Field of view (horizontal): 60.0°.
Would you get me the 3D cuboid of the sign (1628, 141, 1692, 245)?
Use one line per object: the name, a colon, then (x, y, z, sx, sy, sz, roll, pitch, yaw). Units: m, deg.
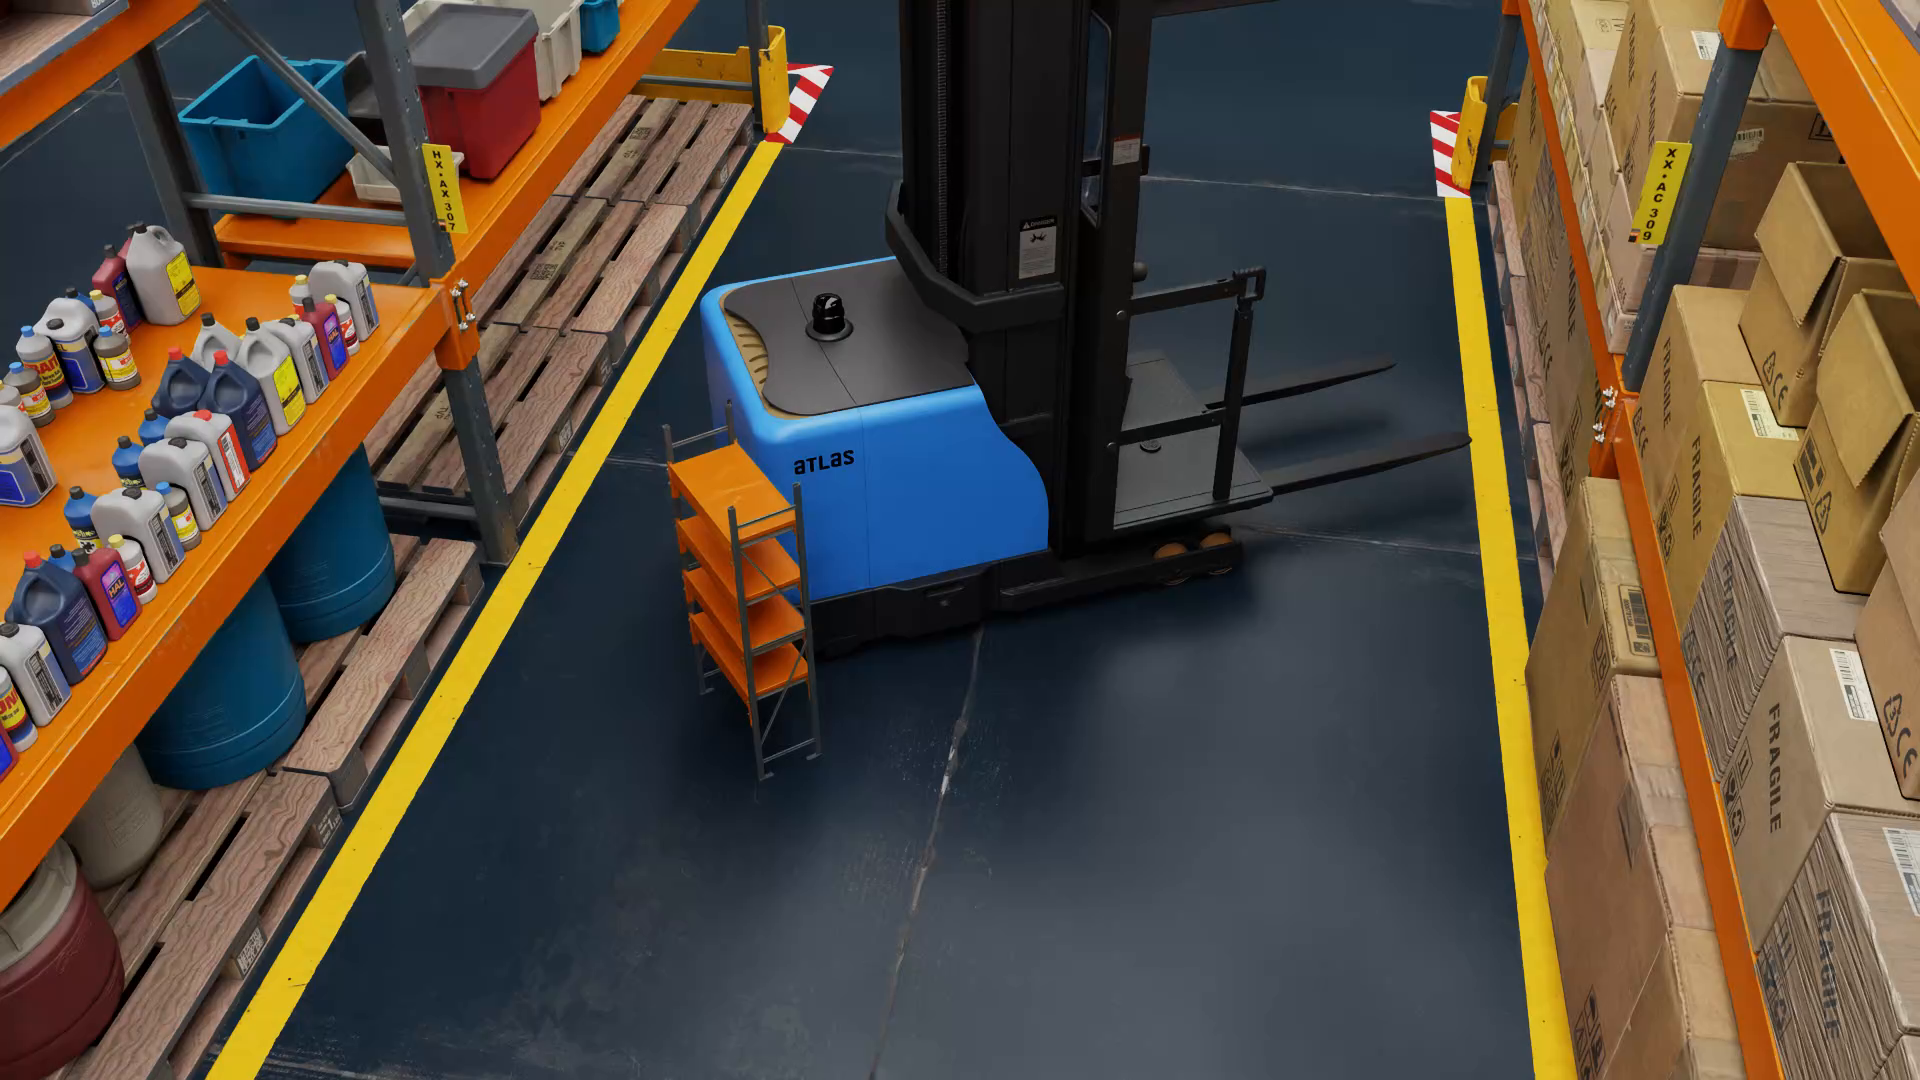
sign: (2.054, -1.016, 4.883, 0.100, 0.325, 0.005, 6, 40, 8)

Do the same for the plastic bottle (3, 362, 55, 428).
plastic bottle: (-2.860, -0.452, 5.099, 0.097, 0.201, 0.097, 0, 40, 0)

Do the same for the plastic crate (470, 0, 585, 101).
plastic crate: (-1.832, -2.053, 6.925, 0.437, 0.282, 0.530, 6, 40, 8)

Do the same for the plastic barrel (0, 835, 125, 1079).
plastic barrel: (-2.707, 1.123, 4.601, 0.600, 0.588, 0.708, 6, 40, 8)

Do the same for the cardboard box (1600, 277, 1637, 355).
cardboard box: (2.331, -0.722, 5.466, 0.380, 0.149, 0.250, 7, 40, 8)

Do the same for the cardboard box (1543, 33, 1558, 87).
cardboard box: (2.686, -2.011, 7.026, 0.380, 0.149, 0.250, 6, 40, 7)

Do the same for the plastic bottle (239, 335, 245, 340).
plastic bottle: (-2.217, -0.551, 5.218, 0.097, 0.201, 0.097, 0, 40, 0)

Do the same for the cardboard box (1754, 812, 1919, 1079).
cardboard box: (1.928, 0.905, 3.223, 0.500, 0.500, 0.500, 5, 40, 6)

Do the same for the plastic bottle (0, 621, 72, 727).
plastic bottle: (-2.337, 0.314, 4.113, 0.152, 0.276, 0.135, 6, 40, 8)

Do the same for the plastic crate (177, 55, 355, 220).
plastic crate: (-2.533, -1.485, 6.158, 0.392, 0.384, 0.575, 6, 40, 8)

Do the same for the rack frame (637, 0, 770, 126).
rack frame: (-1.585, -3.648, 8.808, 1.000, 3.000, 0.127, 6, 40, 8)

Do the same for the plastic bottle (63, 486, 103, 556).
plastic bottle: (-2.367, -0.031, 4.535, 0.097, 0.271, 0.097, 0, 40, 0)

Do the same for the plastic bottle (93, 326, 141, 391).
plastic bottle: (-2.670, -0.581, 5.254, 0.097, 0.201, 0.097, 0, 40, 0)

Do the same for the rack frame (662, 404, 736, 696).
rack frame: (-0.845, 0.063, 5.733, 0.240, 1.200, 0.015, -21, 44, -24)

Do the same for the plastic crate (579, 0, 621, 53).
plastic crate: (-1.688, -2.289, 7.249, 0.416, 0.233, 0.300, 6, 40, 8)

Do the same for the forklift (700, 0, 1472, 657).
forklift: (0.590, -1.259, 5.972, 3.031, 2.935, 1.130, -12, 41, -15)

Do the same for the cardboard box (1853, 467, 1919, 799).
cardboard box: (2.276, 0.206, 3.281, 0.797, 0.503, 0.637, 8, 40, 9)

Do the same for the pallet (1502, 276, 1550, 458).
pallet: (3.018, -0.753, 7.495, 1.003, 0.211, 1.213, 6, 40, 8)

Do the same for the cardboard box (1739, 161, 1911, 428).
cardboard box: (2.498, -0.615, 4.274, 0.797, 0.503, 0.637, 5, 40, 7)

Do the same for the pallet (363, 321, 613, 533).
pallet: (-2.189, -0.529, 7.224, 1.003, 0.211, 1.213, 6, 40, 8)

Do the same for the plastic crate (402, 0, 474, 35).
plastic crate: (-2.272, -2.185, 7.199, 0.293, 0.136, 0.466, 6, 40, 8)

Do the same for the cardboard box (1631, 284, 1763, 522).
cardboard box: (2.275, -0.369, 4.764, 0.500, 0.500, 0.500, 7, 40, 8)

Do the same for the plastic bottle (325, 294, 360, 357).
plastic bottle: (-2.021, -0.702, 5.401, 0.097, 0.201, 0.097, 0, 40, 0)

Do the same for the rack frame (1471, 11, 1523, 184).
rack frame: (3.293, -3.102, 8.148, 1.000, 3.000, 0.127, 6, 40, 8)

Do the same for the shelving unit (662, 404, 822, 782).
shelving unit: (-0.719, 0.196, 5.572, 0.258, 1.200, 0.503, -21, 44, -24)

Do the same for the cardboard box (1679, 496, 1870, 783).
cardboard box: (2.102, 0.261, 4.002, 0.500, 0.500, 0.500, 6, 40, 7)

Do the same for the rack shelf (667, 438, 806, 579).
rack shelf: (-0.719, -0.107, 5.321, 0.258, 0.148, 0.480, -21, 44, -24)

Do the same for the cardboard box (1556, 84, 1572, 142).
cardboard box: (2.598, -1.688, 6.635, 0.380, 0.149, 0.250, 7, 40, 8)

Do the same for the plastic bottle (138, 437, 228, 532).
plastic bottle: (-2.201, -0.177, 4.707, 0.152, 0.276, 0.135, 6, 40, 8)

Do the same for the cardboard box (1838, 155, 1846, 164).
cardboard box: (2.935, -1.210, 5.155, 0.500, 0.500, 0.500, 6, 40, 8)

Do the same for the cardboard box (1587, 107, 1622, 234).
cardboard box: (2.506, -1.279, 5.828, 0.500, 0.250, 0.500, 8, 40, 9)

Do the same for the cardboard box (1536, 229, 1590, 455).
cardboard box: (2.949, -0.905, 6.828, 0.875, 0.875, 0.875, 6, 40, 8)

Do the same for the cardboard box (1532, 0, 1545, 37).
cardboard box: (2.775, -2.333, 7.415, 0.380, 0.149, 0.250, 6, 40, 7)

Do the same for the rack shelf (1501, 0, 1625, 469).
rack shelf: (2.947, -1.569, 6.859, 1.077, 0.370, 4.000, 6, 40, 8)

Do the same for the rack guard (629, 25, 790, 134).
rack guard: (-1.594, -2.701, 9.625, 1.175, 0.500, 0.348, 6, 40, 8)

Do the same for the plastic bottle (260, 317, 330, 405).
plastic bottle: (-2.091, -0.577, 5.192, 0.152, 0.276, 0.135, 6, 40, 8)

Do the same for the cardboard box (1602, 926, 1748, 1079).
cardboard box: (2.210, 1.587, 3.815, 1.225, 0.875, 0.875, 7, 40, 8)

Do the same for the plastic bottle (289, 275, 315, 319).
plastic bottle: (-2.154, -0.780, 5.495, 0.097, 0.201, 0.097, 0, 40, 0)

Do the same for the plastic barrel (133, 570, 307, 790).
plastic barrel: (-2.511, 0.293, 5.358, 0.600, 0.901, 0.708, 6, 40, 8)

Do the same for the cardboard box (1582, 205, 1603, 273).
cardboard box: (2.420, -1.045, 5.857, 0.380, 0.149, 0.250, 6, 40, 7)

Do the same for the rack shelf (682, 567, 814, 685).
rack shelf: (-0.719, 0.247, 5.615, 0.258, 0.148, 0.480, -21, 44, -24)

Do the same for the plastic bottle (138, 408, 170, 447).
plastic bottle: (-2.304, -0.261, 4.813, 0.097, 0.271, 0.097, 0, 40, 0)

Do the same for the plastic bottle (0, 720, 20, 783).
plastic bottle: (-2.332, 0.462, 3.929, 0.061, 0.283, 0.133, 6, 40, 8)

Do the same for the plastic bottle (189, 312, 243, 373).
plastic bottle: (-2.256, -0.521, 5.065, 0.144, 0.351, 0.185, 6, 40, 8)

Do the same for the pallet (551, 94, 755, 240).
pallet: (-1.766, -2.060, 9.076, 1.003, 0.211, 1.213, 6, 40, 8)

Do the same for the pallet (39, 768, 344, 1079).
pallet: (-2.661, 1.185, 5.151, 1.003, 0.211, 1.213, 6, 40, 8)

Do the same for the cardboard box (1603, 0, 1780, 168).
cardboard box: (2.508, -1.569, 5.590, 0.500, 0.500, 0.500, 7, 40, 8)

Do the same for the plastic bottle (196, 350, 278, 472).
plastic bottle: (-2.146, -0.390, 4.906, 0.144, 0.351, 0.185, 6, 40, 8)

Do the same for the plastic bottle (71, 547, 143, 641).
plastic bottle: (-2.236, 0.116, 4.347, 0.061, 0.283, 0.133, 6, 40, 8)

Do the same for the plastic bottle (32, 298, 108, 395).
plastic bottle: (-2.796, -0.612, 5.233, 0.152, 0.276, 0.135, 6, 40, 8)

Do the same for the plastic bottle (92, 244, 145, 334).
plastic bottle: (-2.784, -0.826, 5.486, 0.061, 0.283, 0.133, 6, 40, 8)

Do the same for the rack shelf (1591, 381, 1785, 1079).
rack shelf: (2.254, 0.941, 3.822, 1.077, 0.370, 4.000, 6, 40, 8)

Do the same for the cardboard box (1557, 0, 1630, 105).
cardboard box: (2.685, -1.917, 6.599, 0.500, 0.250, 0.500, 6, 40, 7)
